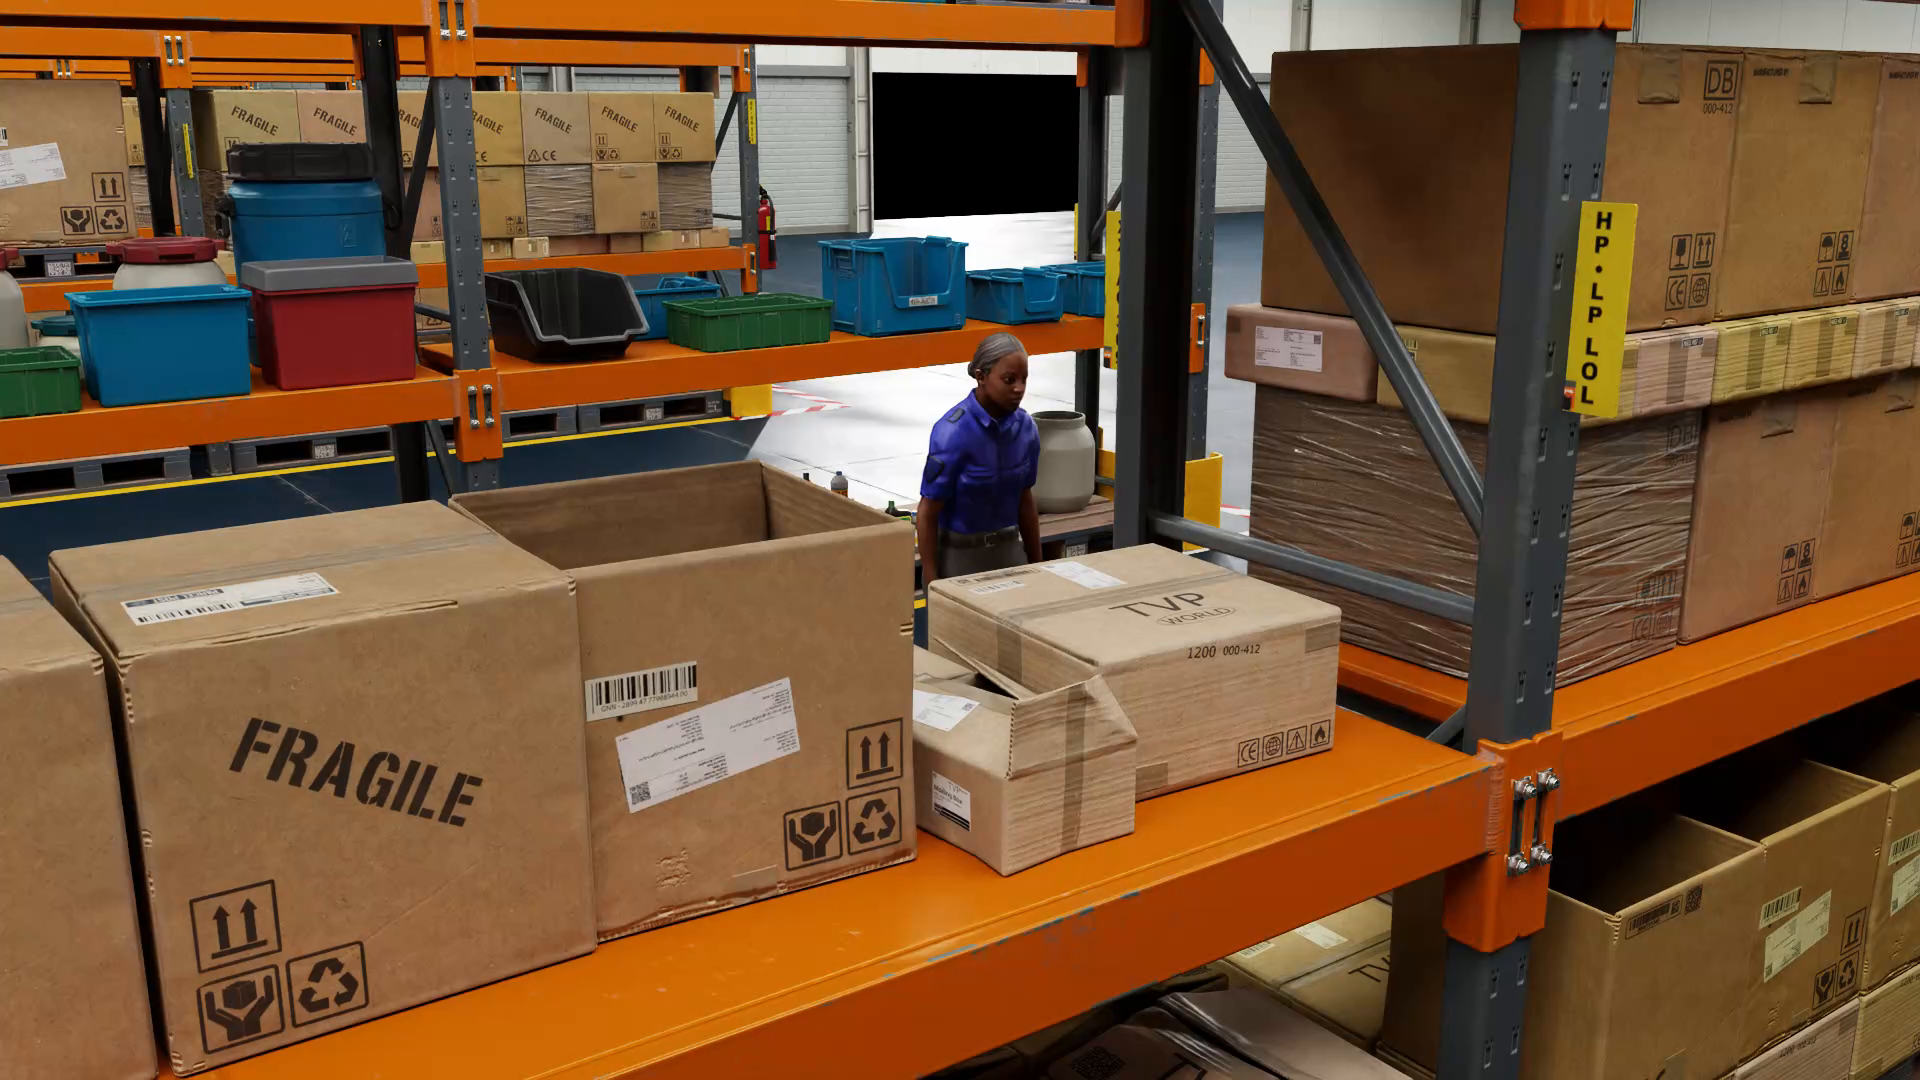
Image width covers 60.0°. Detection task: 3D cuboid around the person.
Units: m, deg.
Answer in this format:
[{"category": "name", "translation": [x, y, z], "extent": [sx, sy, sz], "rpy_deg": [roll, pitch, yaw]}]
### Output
[{"category": "person", "translation": [0.083, 0.135, 5.501], "extent": [0.523, 1.655, 0.393], "rpy_deg": [-11, 18, -36]}]
